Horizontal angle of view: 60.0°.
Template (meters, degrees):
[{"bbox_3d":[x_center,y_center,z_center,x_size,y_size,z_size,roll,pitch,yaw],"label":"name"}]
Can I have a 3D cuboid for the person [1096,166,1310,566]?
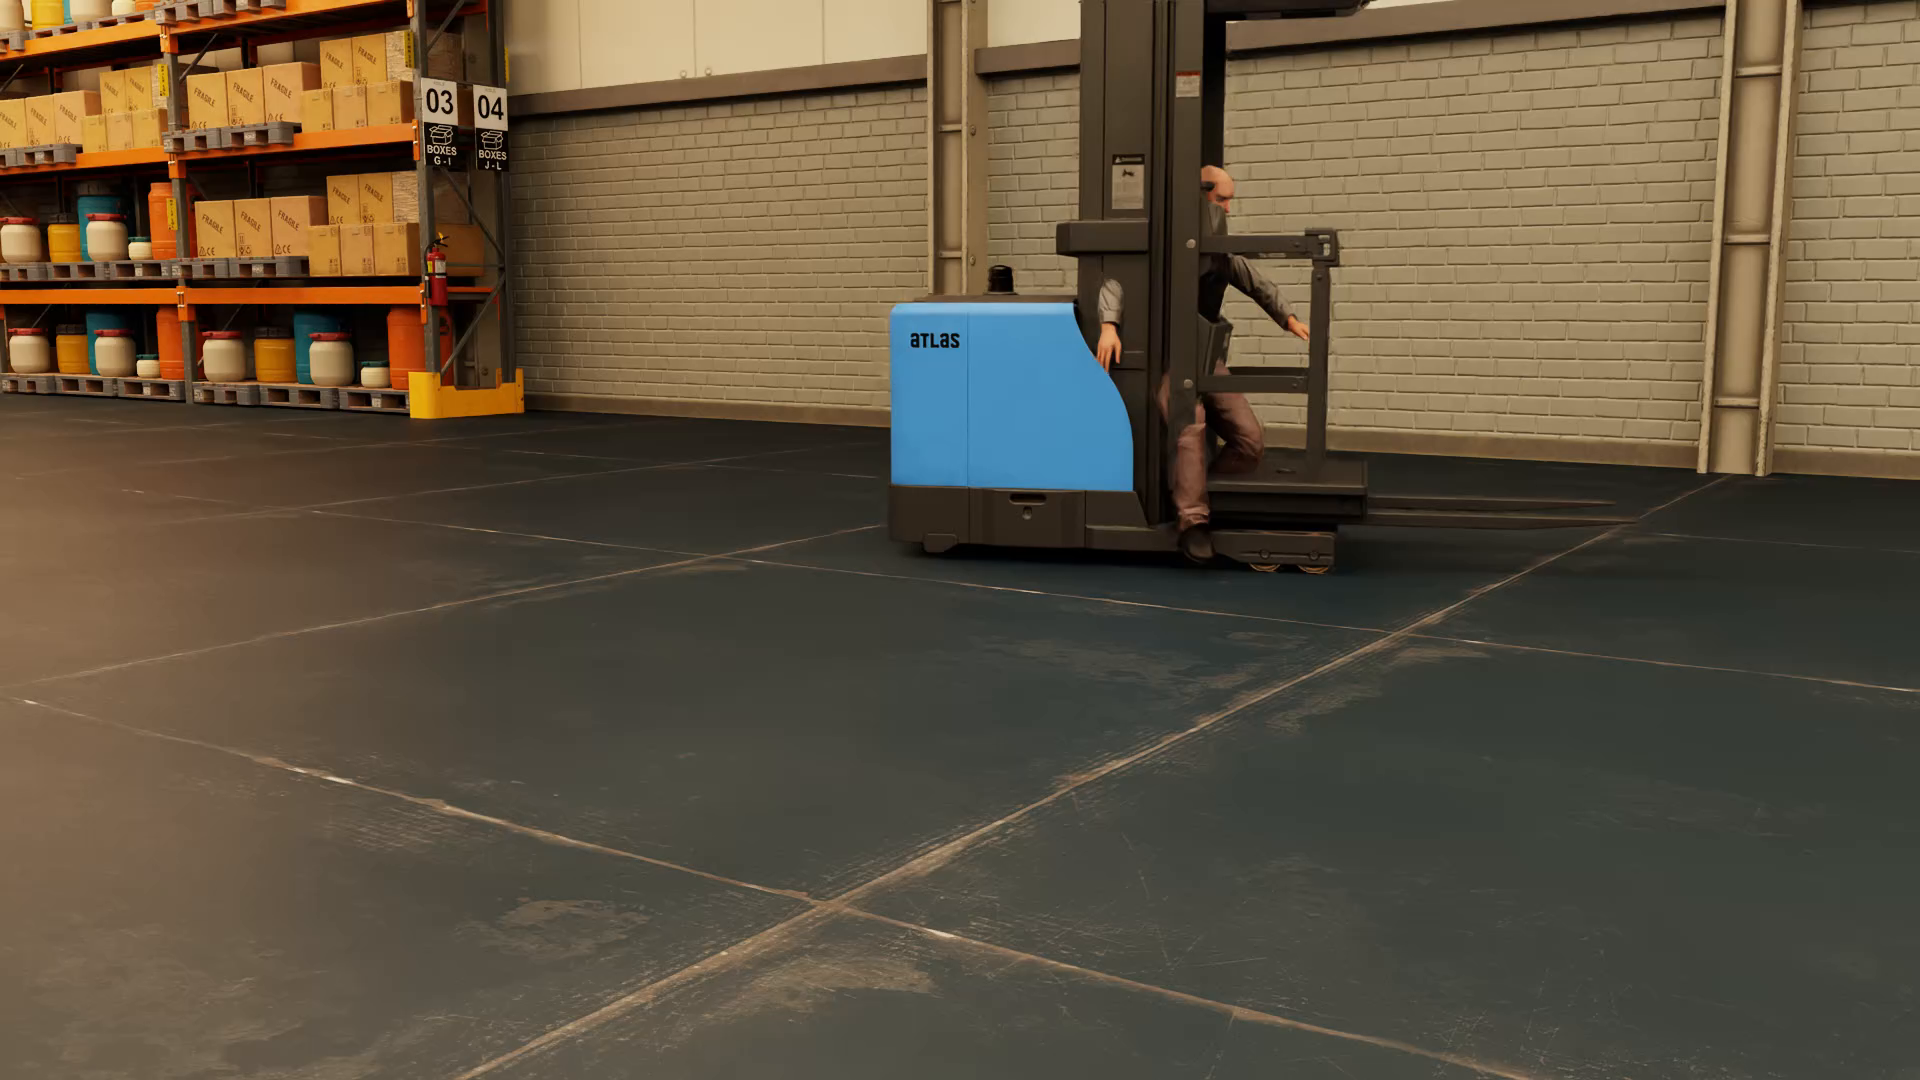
[{"bbox_3d":[1.020,-0.746,6.869,0.919,1.589,0.826,-5,9,-30],"label":"person"}]

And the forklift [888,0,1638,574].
[{"bbox_3d":[1.265,-1.397,7.017,3.031,2.935,1.130,2,8,13],"label":"forklift"}]
